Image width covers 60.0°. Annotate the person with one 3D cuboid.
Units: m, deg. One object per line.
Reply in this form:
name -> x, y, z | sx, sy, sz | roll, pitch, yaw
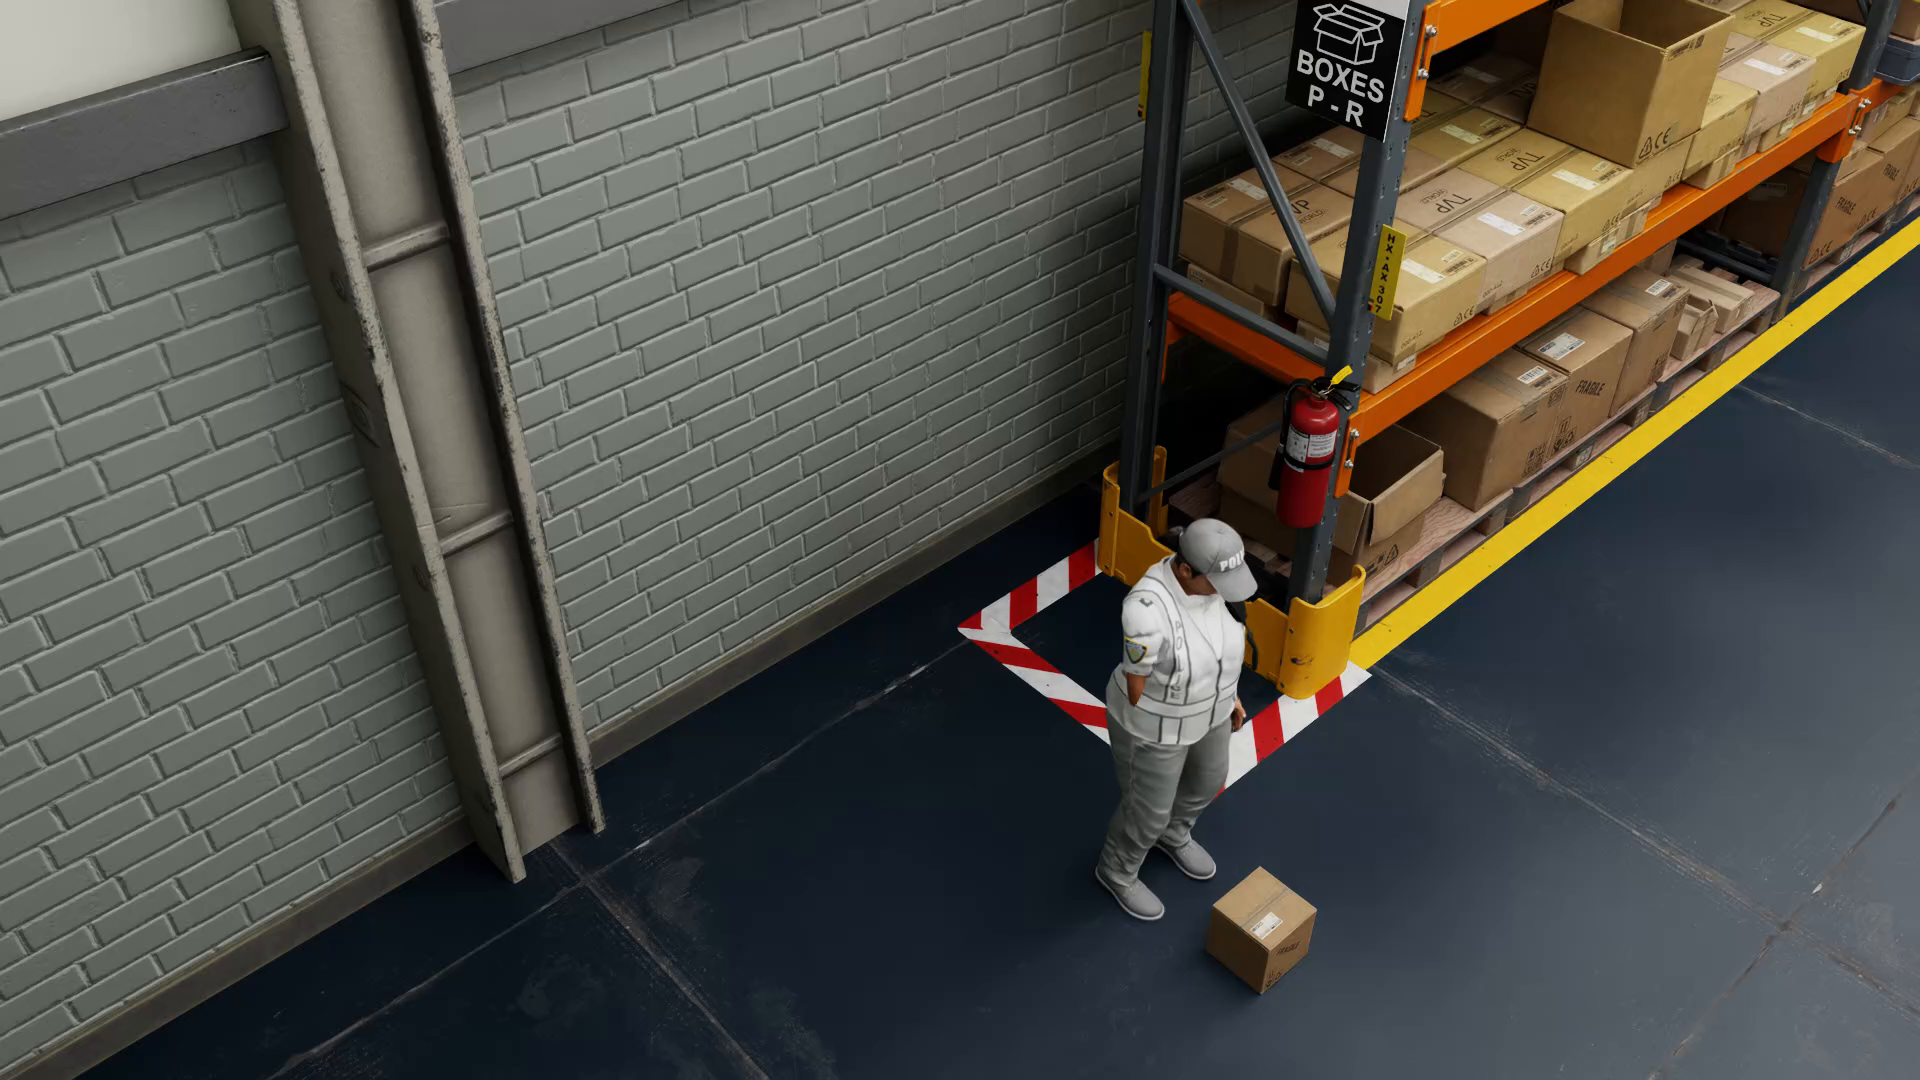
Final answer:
person -> 0.724, 0.568, 5.501 | 0.478, 1.649, 0.409 | -30, 48, -30
